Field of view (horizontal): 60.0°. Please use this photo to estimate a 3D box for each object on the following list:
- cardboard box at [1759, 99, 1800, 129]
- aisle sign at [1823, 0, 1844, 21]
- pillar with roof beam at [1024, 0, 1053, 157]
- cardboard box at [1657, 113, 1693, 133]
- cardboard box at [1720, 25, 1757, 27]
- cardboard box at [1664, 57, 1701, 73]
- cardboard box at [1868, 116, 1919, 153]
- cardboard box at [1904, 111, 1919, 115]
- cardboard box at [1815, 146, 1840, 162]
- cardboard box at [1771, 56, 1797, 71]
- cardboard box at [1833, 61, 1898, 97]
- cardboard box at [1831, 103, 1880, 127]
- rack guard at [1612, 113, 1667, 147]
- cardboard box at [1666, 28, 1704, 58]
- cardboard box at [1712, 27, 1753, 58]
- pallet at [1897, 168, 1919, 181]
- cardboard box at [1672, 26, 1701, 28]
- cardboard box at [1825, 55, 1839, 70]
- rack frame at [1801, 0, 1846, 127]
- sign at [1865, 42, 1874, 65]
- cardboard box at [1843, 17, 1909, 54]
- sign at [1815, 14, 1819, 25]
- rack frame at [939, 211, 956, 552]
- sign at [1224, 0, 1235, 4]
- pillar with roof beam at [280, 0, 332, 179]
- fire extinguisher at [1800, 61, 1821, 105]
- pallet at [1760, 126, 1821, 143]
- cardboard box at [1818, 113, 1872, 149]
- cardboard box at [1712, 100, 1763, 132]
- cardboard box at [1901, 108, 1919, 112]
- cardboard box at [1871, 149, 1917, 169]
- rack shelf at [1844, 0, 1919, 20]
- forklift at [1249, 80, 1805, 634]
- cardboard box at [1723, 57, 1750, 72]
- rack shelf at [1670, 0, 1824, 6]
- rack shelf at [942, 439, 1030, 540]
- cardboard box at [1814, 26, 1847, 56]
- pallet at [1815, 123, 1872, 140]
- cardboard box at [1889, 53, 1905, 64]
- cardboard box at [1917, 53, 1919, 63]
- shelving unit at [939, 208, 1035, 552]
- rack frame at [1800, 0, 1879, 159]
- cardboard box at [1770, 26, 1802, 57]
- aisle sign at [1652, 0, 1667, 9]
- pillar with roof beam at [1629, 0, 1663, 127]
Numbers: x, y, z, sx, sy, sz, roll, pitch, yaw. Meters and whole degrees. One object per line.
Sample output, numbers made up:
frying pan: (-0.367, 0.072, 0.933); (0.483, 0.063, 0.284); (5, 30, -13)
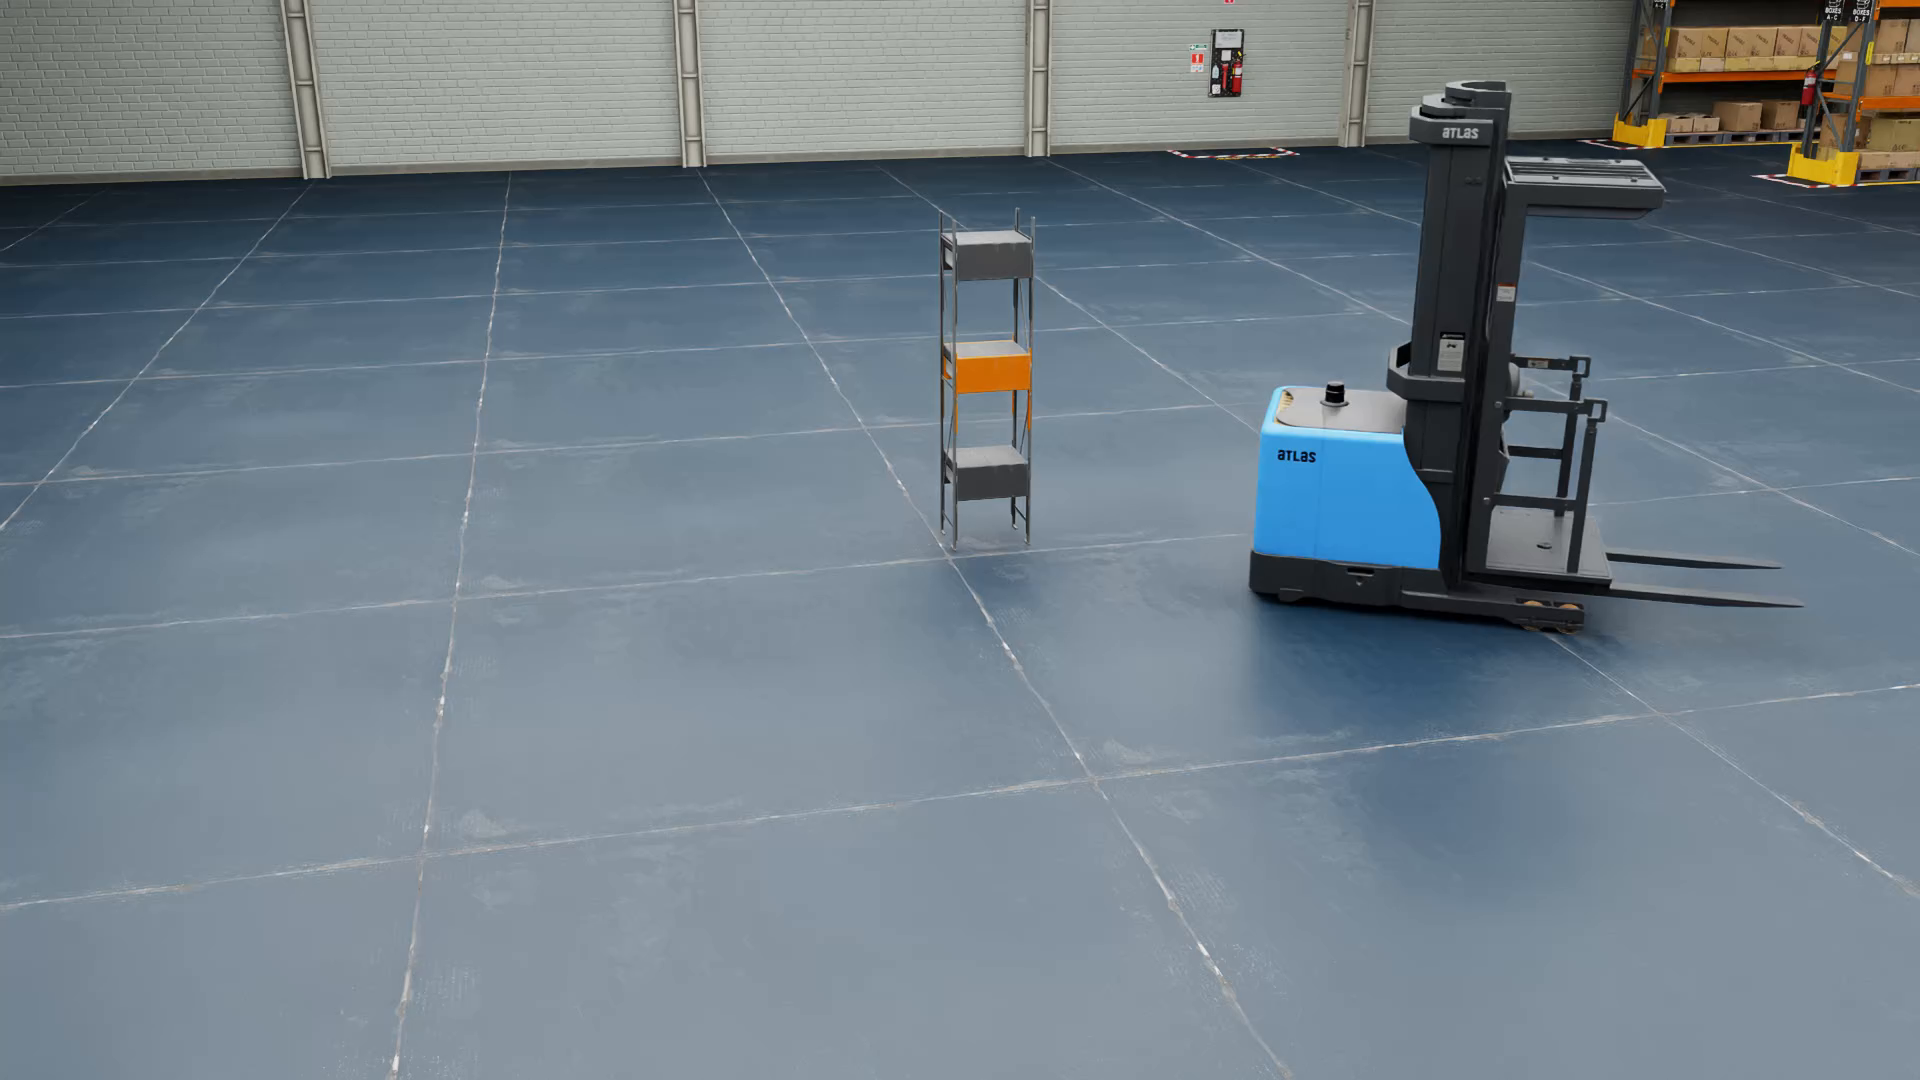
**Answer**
cardboard box: (15.444, -8.048, 31.419); (0.500, 0.500, 0.500); (-6, 21, -17)
aisle sign: (13.565, -8.450, 25.742); (0.004, 0.787, 0.394); (-5, 21, -12)
pillar with roof beam: (2.347, -9.565, 23.844); (0.400, 9.000, 9.100); (-5, 21, -12)
cardboard box: (13.247, -7.763, 30.915); (0.500, 0.311, 0.500); (-7, 21, -19)
cardboard box: (14.447, -9.312, 30.975); (0.500, 0.500, 0.500); (-4, 21, -12)
cardboard box: (13.101, -8.665, 30.299); (0.500, 0.250, 0.500); (-5, 21, -14)
cardboard box: (14.755, -6.403, 26.229); (0.500, 0.500, 0.500); (-5, 21, -12)
cardboard box: (15.606, -6.660, 26.931); (0.500, 0.500, 0.500); (-5, 21, -12)
cardboard box: (14.150, -6.184, 26.722); (0.500, 0.250, 0.500); (-5, 21, -12)
cardboard box: (15.081, -8.829, 30.745); (0.500, 0.250, 0.500); (-5, 21, -13)
cardboard box: (14.153, -7.216, 26.007); (0.500, 0.500, 0.700); (-5, 21, -12)
cardboard box: (17.158, -8.207, 31.854); (0.500, 0.500, 0.700); (-4, 20, -11)
rack guard: (12.627, -7.626, 30.907); (0.348, 0.500, 1.175); (-5, 21, -12)
cardboard box: (13.086, -9.022, 30.183); (0.500, 0.500, 0.500); (-5, 21, -12)
cardboard box: (14.074, -9.097, 30.386); (0.500, 0.500, 0.500); (-5, 21, -14)
pallet: (15.616, -5.997, 26.879); (1.213, 0.211, 1.003); (-5, 21, -12)
cardboard box: (13.455, -9.230, 30.750); (0.500, 0.500, 0.500); (-4, 21, -12)
cardboard box: (16.054, -8.911, 30.968); (0.500, 0.250, 0.500); (-5, 21, -12)
rack frame: (16.445, -9.111, 31.325); (0.127, 3.000, 1.000); (-5, 21, -12)
sign: (13.818, -7.394, 25.264); (0.005, 0.325, 0.100); (-5, 21, -12)
cardboard box: (14.205, -7.829, 25.795); (0.500, 0.500, 0.700); (-5, 21, -12)
sign: (16.314, -9.840, 31.632); (0.005, 0.325, 0.100); (-5, 21, -12)
rack frame: (-0.076, -0.980, 10.436); (0.015, 2.100, 0.400); (-5, 21, -12)
sign: (4.751, -9.603, 29.298); (0.199, 0.298, 0.001); (-5, 21, -12)
pillar with roof beam: (-9.331, -8.615, 21.251); (0.400, 9.000, 9.100); (-5, 21, -12)
fire extinguisher: (13.474, -7.246, 26.347); (0.183, 0.674, 0.296); (-5, 21, -12)
pallet: (15.800, -7.736, 31.627); (1.213, 0.211, 1.003); (-5, 21, -12)
cardboard box: (14.150, -6.537, 26.595); (0.500, 0.500, 0.500); (-5, 21, -12)
cardboard box: (14.527, -7.938, 31.118); (0.500, 0.500, 0.700); (-6, 21, -16)
cardboard box: (18.155, -8.292, 32.085); (0.500, 0.500, 0.700); (-4, 21, -12)
cardboard box: (14.755, -6.051, 26.360); (0.500, 0.250, 0.500); (-5, 21, -12)
rack shelf: (15.642, -8.365, 25.975); (4.000, 0.370, 1.077); (-5, 21, -12)
forklift: (3.286, -1.048, 9.413); (3.031, 2.935, 1.130); (5, 21, 14)
cardboard box: (14.100, -8.750, 30.528); (0.500, 0.250, 0.500); (-5, 21, -13)
rack shelf: (14.499, -10.023, 30.501); (4.000, 0.370, 1.077); (-5, 21, -12)
rack shelf: (0.161, -0.329, 10.735); (0.480, 0.518, 0.431); (-5, 21, -12)
cardboard box: (16.056, -9.261, 30.834); (0.500, 0.500, 0.500); (-5, 21, -13)
pallet: (17.203, -7.864, 31.974); (1.213, 0.211, 1.003); (-5, 21, -12)
cardboard box: (14.384, -7.469, 25.754); (0.250, 0.149, 0.380); (-5, 21, -14)
cardboard box: (14.873, -7.507, 25.859); (0.250, 0.149, 0.380); (-5, 21, -13)
shelving unit: (0.161, -0.999, 10.489); (0.503, 2.100, 0.431); (-5, 21, -12)
rack frame: (13.696, -7.136, 25.935); (0.127, 3.000, 1.000); (-5, 21, -12)
cardboard box: (15.079, -9.183, 30.622); (0.500, 0.500, 0.500); (-5, 21, -14)
aisle sign: (12.552, -9.909, 29.724); (0.004, 0.787, 0.394); (-5, 21, -12)
pillar with roof beam: (14.025, -10.515, 26.437); (0.400, 9.000, 9.100); (-5, 21, -12)
